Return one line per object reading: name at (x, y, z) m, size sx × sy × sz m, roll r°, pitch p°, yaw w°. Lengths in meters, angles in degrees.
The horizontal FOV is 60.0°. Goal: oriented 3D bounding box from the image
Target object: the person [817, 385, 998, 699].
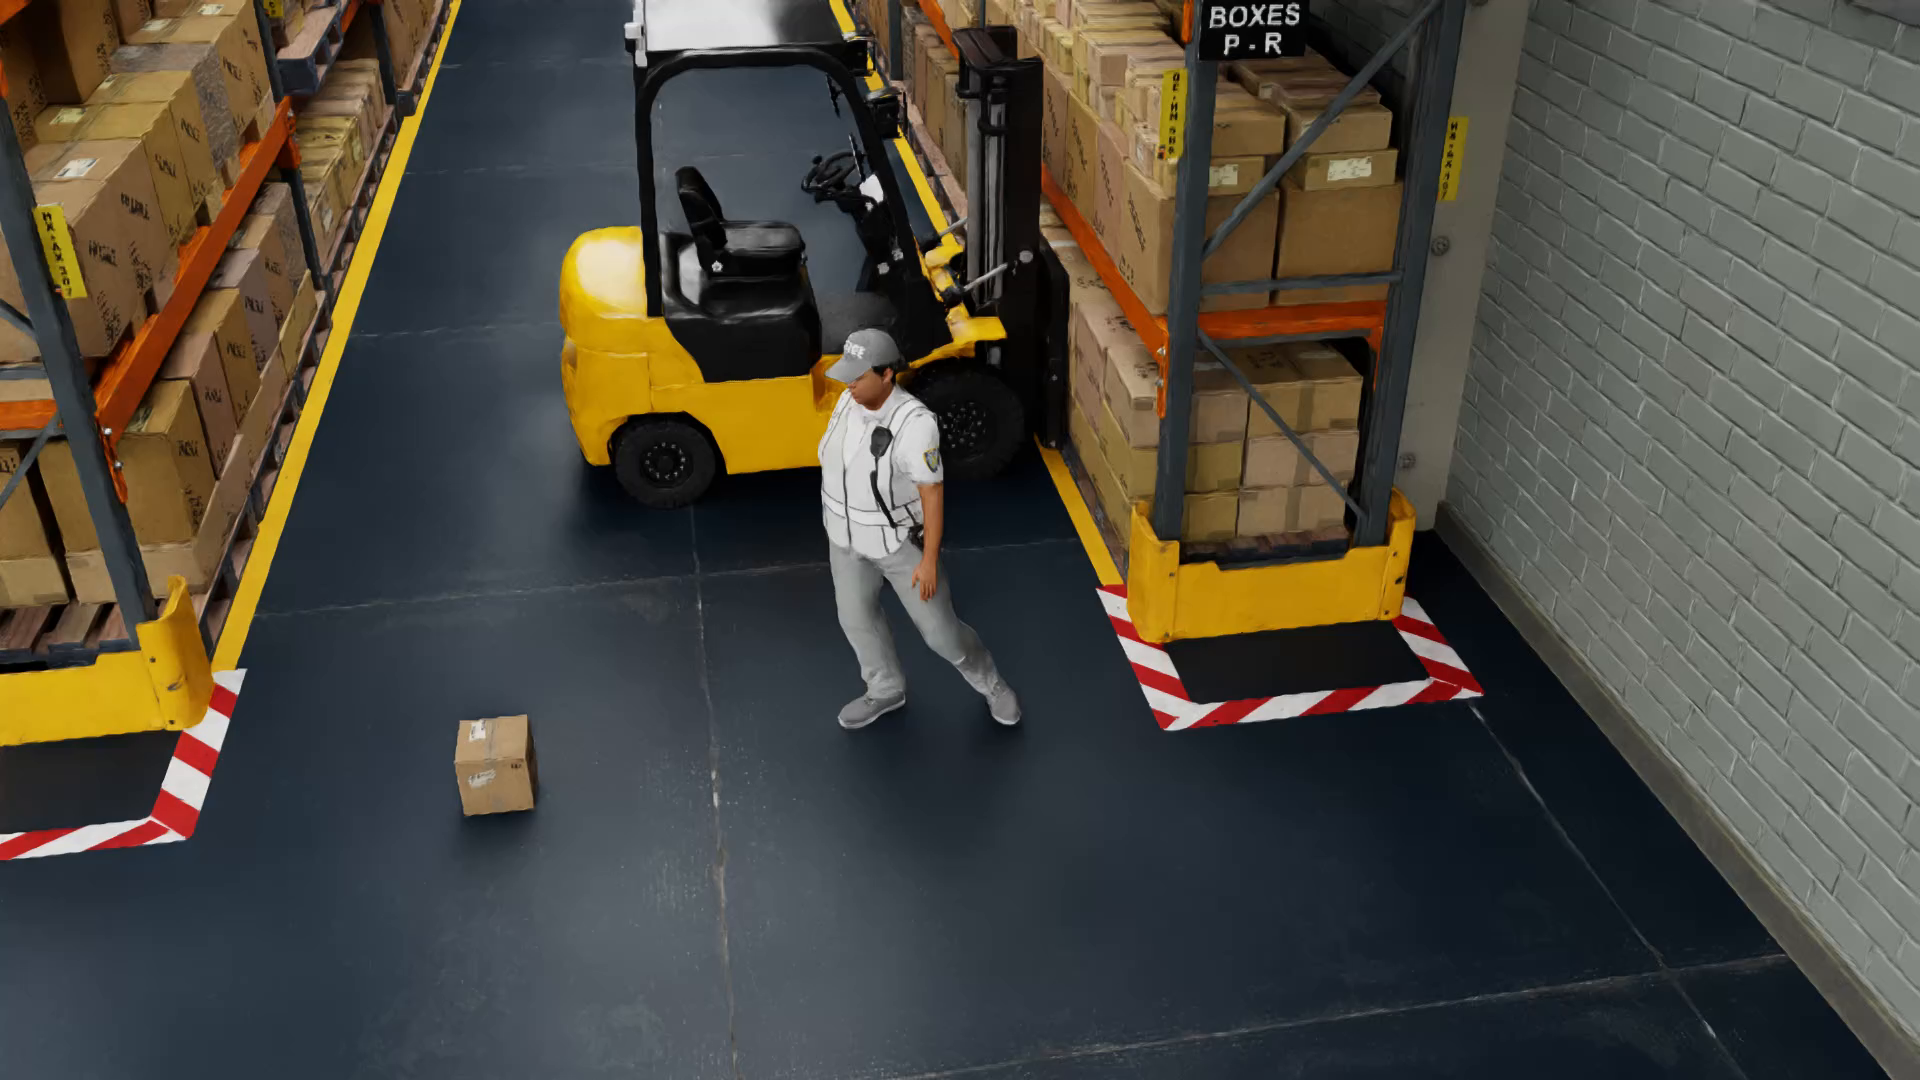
person at (-0.196, 0.053, 6.209) m, size 0.591 × 1.355 × 0.513 m, roll 20°, pitch 36°, yaw 29°
